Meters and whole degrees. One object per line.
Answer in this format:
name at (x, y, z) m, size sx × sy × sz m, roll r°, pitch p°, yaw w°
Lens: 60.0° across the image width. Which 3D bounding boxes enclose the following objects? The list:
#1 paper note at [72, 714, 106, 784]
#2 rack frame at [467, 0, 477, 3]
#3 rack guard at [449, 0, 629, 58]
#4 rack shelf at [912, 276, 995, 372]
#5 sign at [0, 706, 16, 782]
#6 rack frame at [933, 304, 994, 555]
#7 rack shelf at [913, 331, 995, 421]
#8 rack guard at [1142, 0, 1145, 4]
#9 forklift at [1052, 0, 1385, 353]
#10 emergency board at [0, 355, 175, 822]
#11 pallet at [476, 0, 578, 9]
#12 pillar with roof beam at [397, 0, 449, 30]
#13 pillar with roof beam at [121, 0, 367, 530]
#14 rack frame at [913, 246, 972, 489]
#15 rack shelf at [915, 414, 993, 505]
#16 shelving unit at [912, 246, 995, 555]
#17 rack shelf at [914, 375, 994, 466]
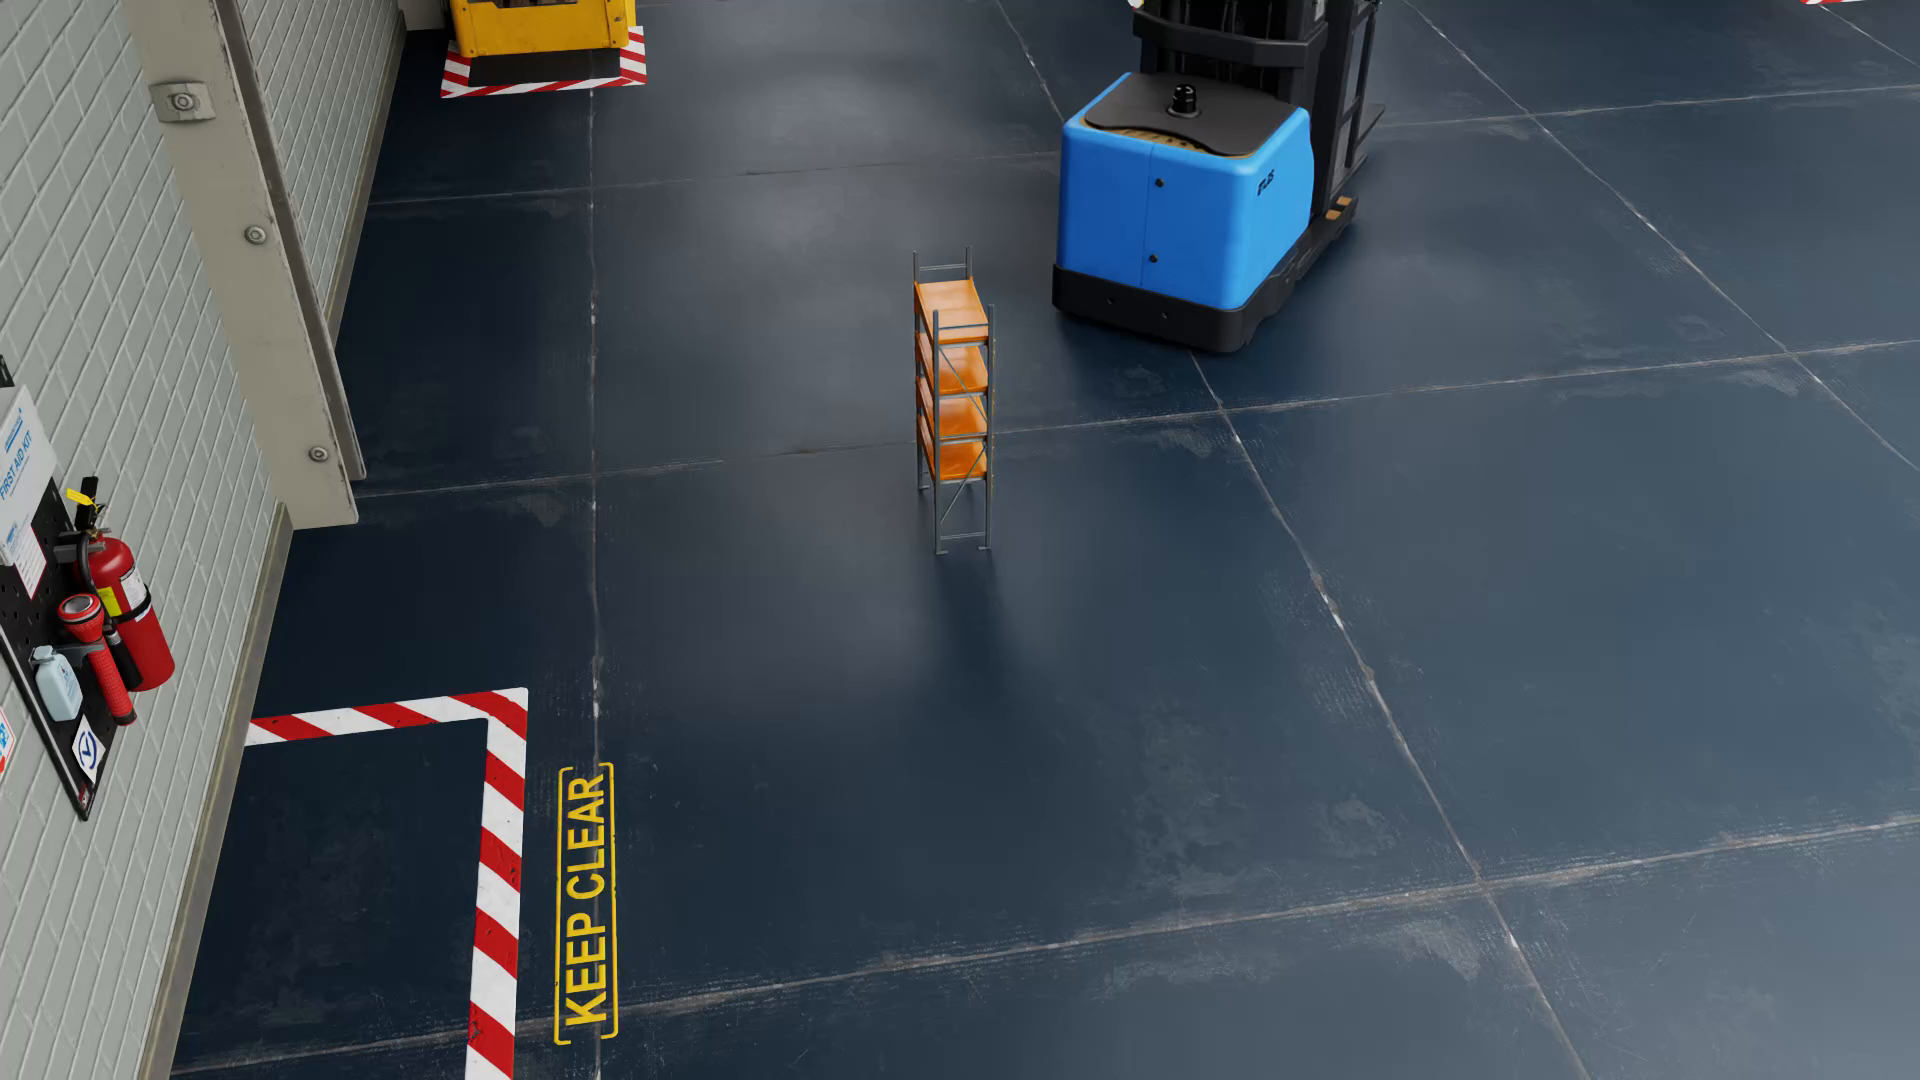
paper note at (-2.490, 0.597, 4.755) m, size 0.016 × 0.148 × 0.142 m, roll -6°, pitch 38°, yaw -8°
rack frame at (-2.926, -4.656, 10.799) m, size 1.000 × 3.000 × 0.127 m, roll -6°, pitch 38°, yaw -8°
rack guard at (-2.940, -3.715, 11.625) m, size 1.175 × 0.500 × 0.348 m, roll -6°, pitch 38°, yaw -8°
rack shelf at (-0.029, -0.884, 6.770) m, size 0.258 × 0.148 × 0.480 m, roll -6°, pitch 38°, yaw -8°
sign at (-2.458, 0.466, 4.177) m, size 0.001 × 0.329 × 0.234 m, roll -6°, pitch 38°, yaw -8°
rack frame at (0.014, -0.426, 6.821) m, size 0.240 × 1.200 × 0.015 m, roll -6°, pitch 38°, yaw -8°
rack shelf at (-0.029, -0.697, 6.915) m, size 0.258 × 0.148 × 0.480 m, roll -6°, pitch 38°, yaw -8°
rack guard at (1.954, -4.190, 12.236) m, size 1.175 × 0.500 × 0.348 m, roll -6°, pitch 38°, yaw -8°
forklift at (1.633, -2.985, 8.703) m, size 1.130 × 2.935 × 3.031 m, roll 19°, pitch 42°, yaw 22°
emergency board at (-2.453, 0.135, 4.632) m, size 0.194 × 1.169 × 0.643 m, roll -6°, pitch 38°, yaw -8°
pallet at (-3.047, -4.096, 12.350) m, size 1.003 × 0.211 × 1.213 m, roll -6°, pitch 38°, yaw -8°
pillar with roof beam at (0.338, -7.818, 9.979) m, size 9.100 × 9.000 × 0.400 m, roll -6°, pitch 38°, yaw -8°
pillar with roof beam at (1.390, -4.194, 5.314) m, size 9.100 × 9.000 × 0.400 m, roll -6°, pitch 38°, yaw -8°
rack frame at (-0.072, -0.721, 7.200) m, size 0.240 × 1.200 × 0.015 m, roll -6°, pitch 38°, yaw -8°
rack shelf at (-0.029, -0.364, 7.174) m, size 0.258 × 0.148 × 0.480 m, roll -6°, pitch 38°, yaw -8°
shelving unit at (-0.029, -0.574, 7.011) m, size 0.258 × 1.200 × 0.503 m, roll -6°, pitch 38°, yaw -8°
rack shelf at (-0.029, -0.521, 7.052) m, size 0.258 × 0.148 × 0.480 m, roll -6°, pitch 38°, yaw -8°
